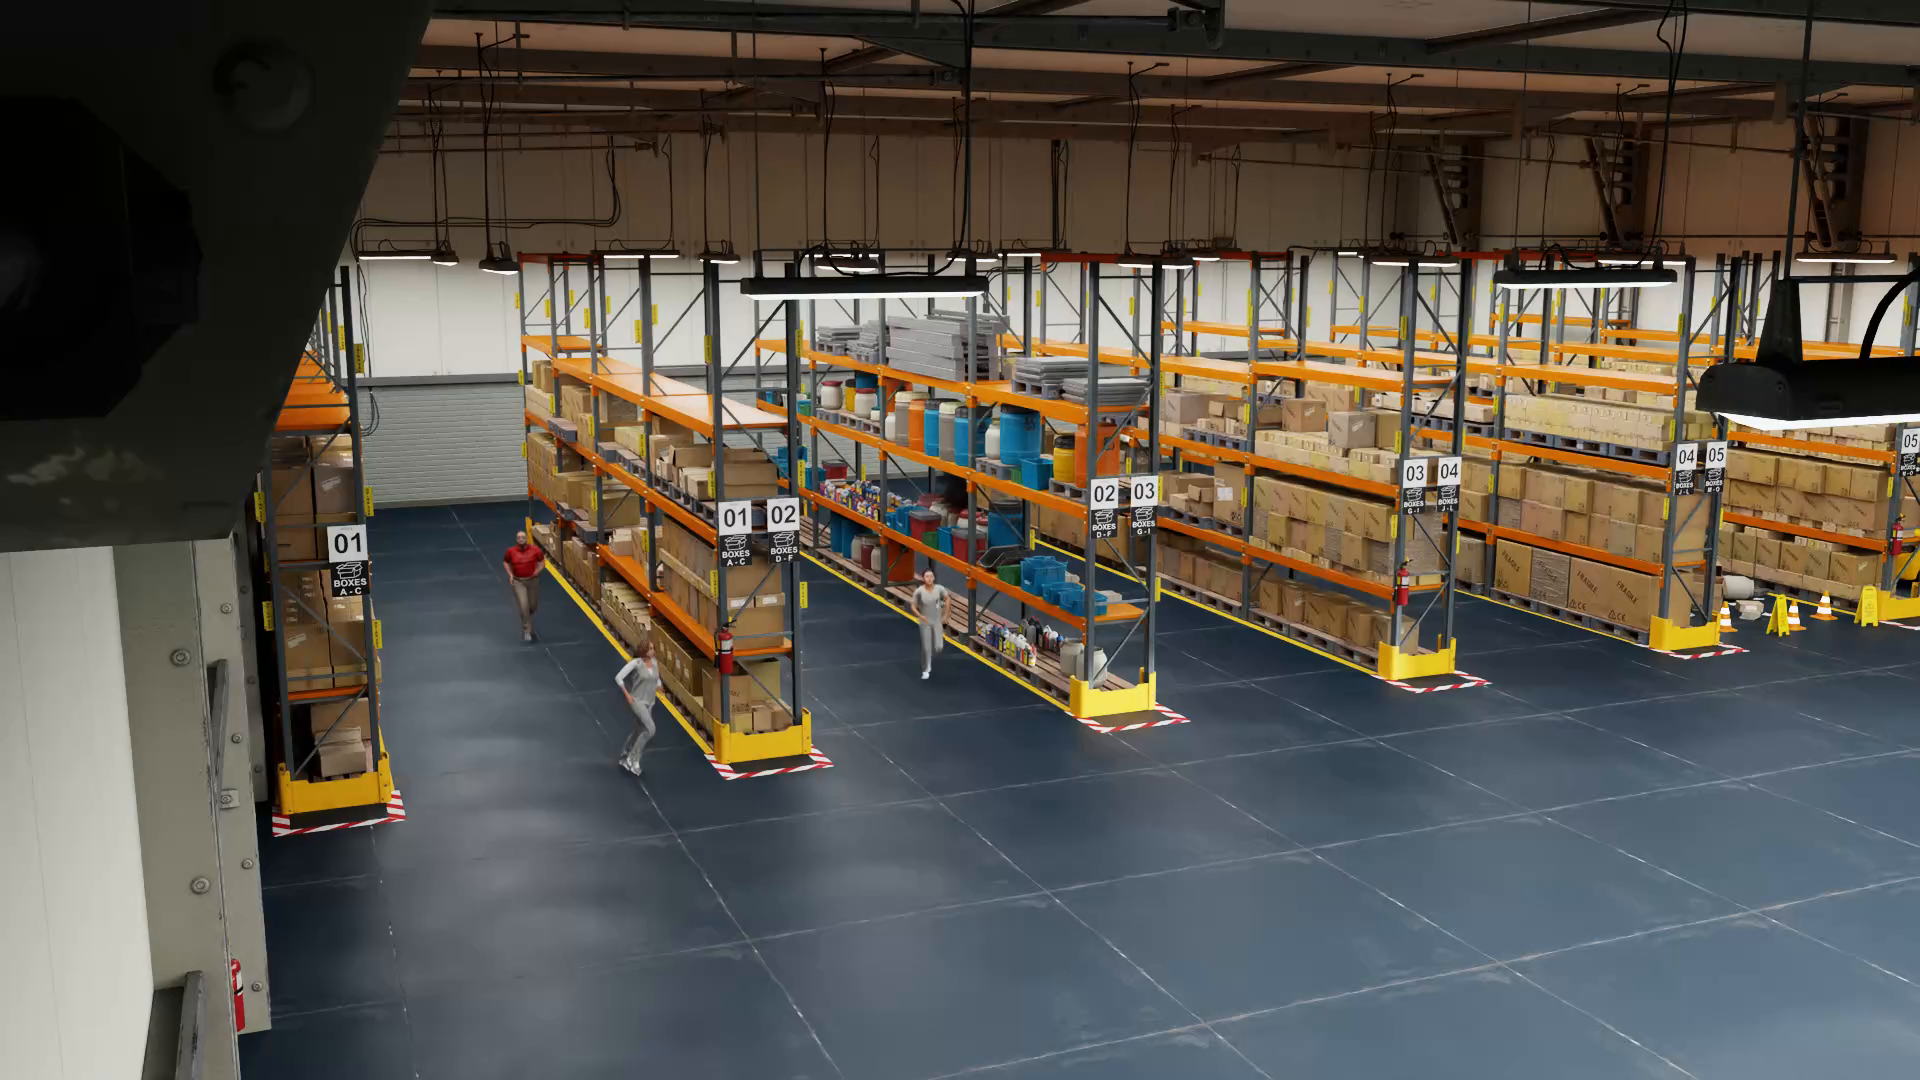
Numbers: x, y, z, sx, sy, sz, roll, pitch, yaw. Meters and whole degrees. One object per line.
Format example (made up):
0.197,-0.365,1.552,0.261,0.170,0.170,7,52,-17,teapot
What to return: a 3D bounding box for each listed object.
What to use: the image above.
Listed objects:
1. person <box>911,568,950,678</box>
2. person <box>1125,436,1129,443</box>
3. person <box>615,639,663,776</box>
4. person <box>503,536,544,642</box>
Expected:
-0.414,1.205,23.982,0.596,1.629,0.624,-2,11,-11,person
3.859,-1.604,39.096,0.714,1.701,0.860,-4,11,-20,person
-3.795,1.990,19.889,0.609,1.559,0.548,6,12,29,person
-6.928,0.735,26.517,0.629,1.665,0.829,-4,11,-19,person
